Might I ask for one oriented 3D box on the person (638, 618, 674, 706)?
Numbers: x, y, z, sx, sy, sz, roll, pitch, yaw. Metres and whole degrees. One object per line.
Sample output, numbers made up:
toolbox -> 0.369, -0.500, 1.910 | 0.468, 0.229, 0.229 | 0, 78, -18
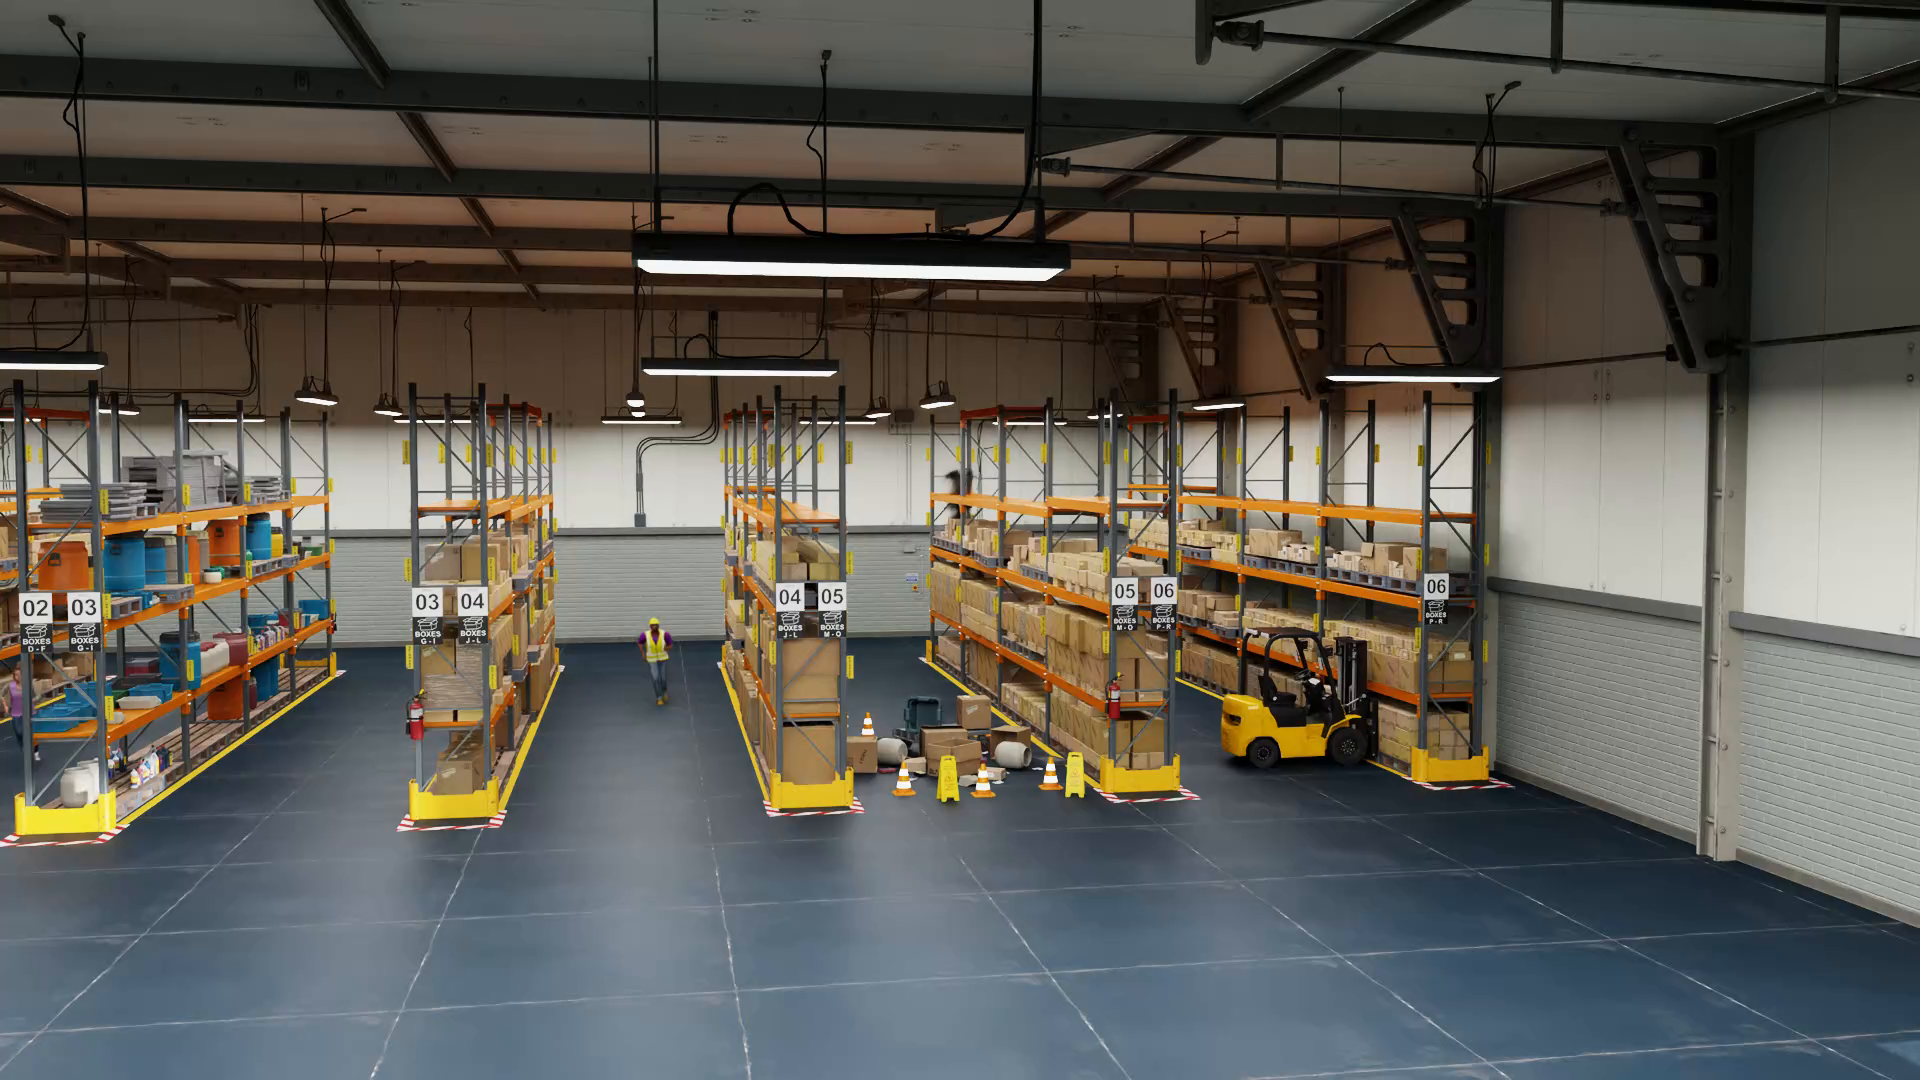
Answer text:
person -> -6.092, 2.422, 33.367 | 0.696, 1.738, 0.870 | -1, 3, -17

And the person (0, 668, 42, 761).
person -> -15.076, 2.847, 26.705 | 0.606, 1.614, 0.781 | -1, 3, -24
